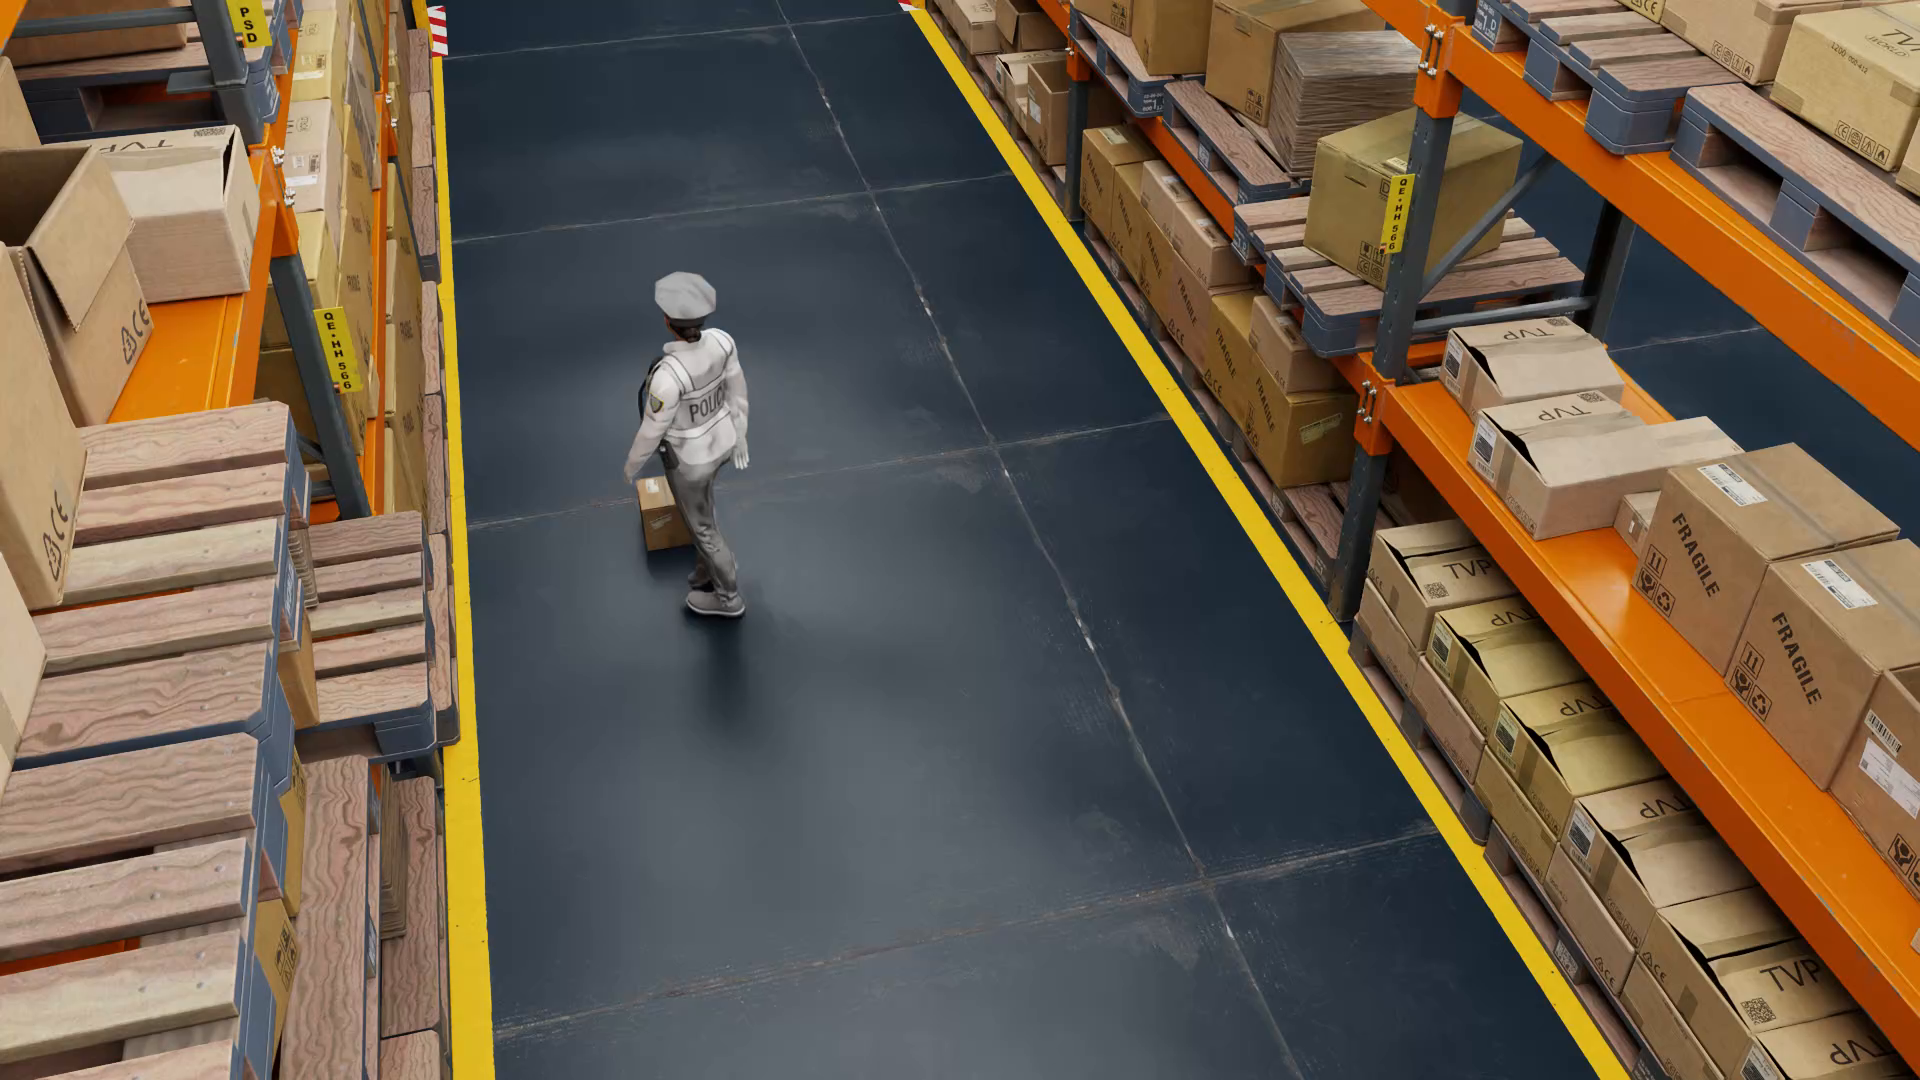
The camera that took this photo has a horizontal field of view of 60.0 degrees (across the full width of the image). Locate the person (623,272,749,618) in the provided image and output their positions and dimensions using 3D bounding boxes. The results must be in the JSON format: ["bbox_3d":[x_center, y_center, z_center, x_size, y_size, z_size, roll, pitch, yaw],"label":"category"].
[{"bbox_3d":[-1.171,-0.366,7.169,0.449,1.733,0.501,16,41,20],"label":"person"}]
